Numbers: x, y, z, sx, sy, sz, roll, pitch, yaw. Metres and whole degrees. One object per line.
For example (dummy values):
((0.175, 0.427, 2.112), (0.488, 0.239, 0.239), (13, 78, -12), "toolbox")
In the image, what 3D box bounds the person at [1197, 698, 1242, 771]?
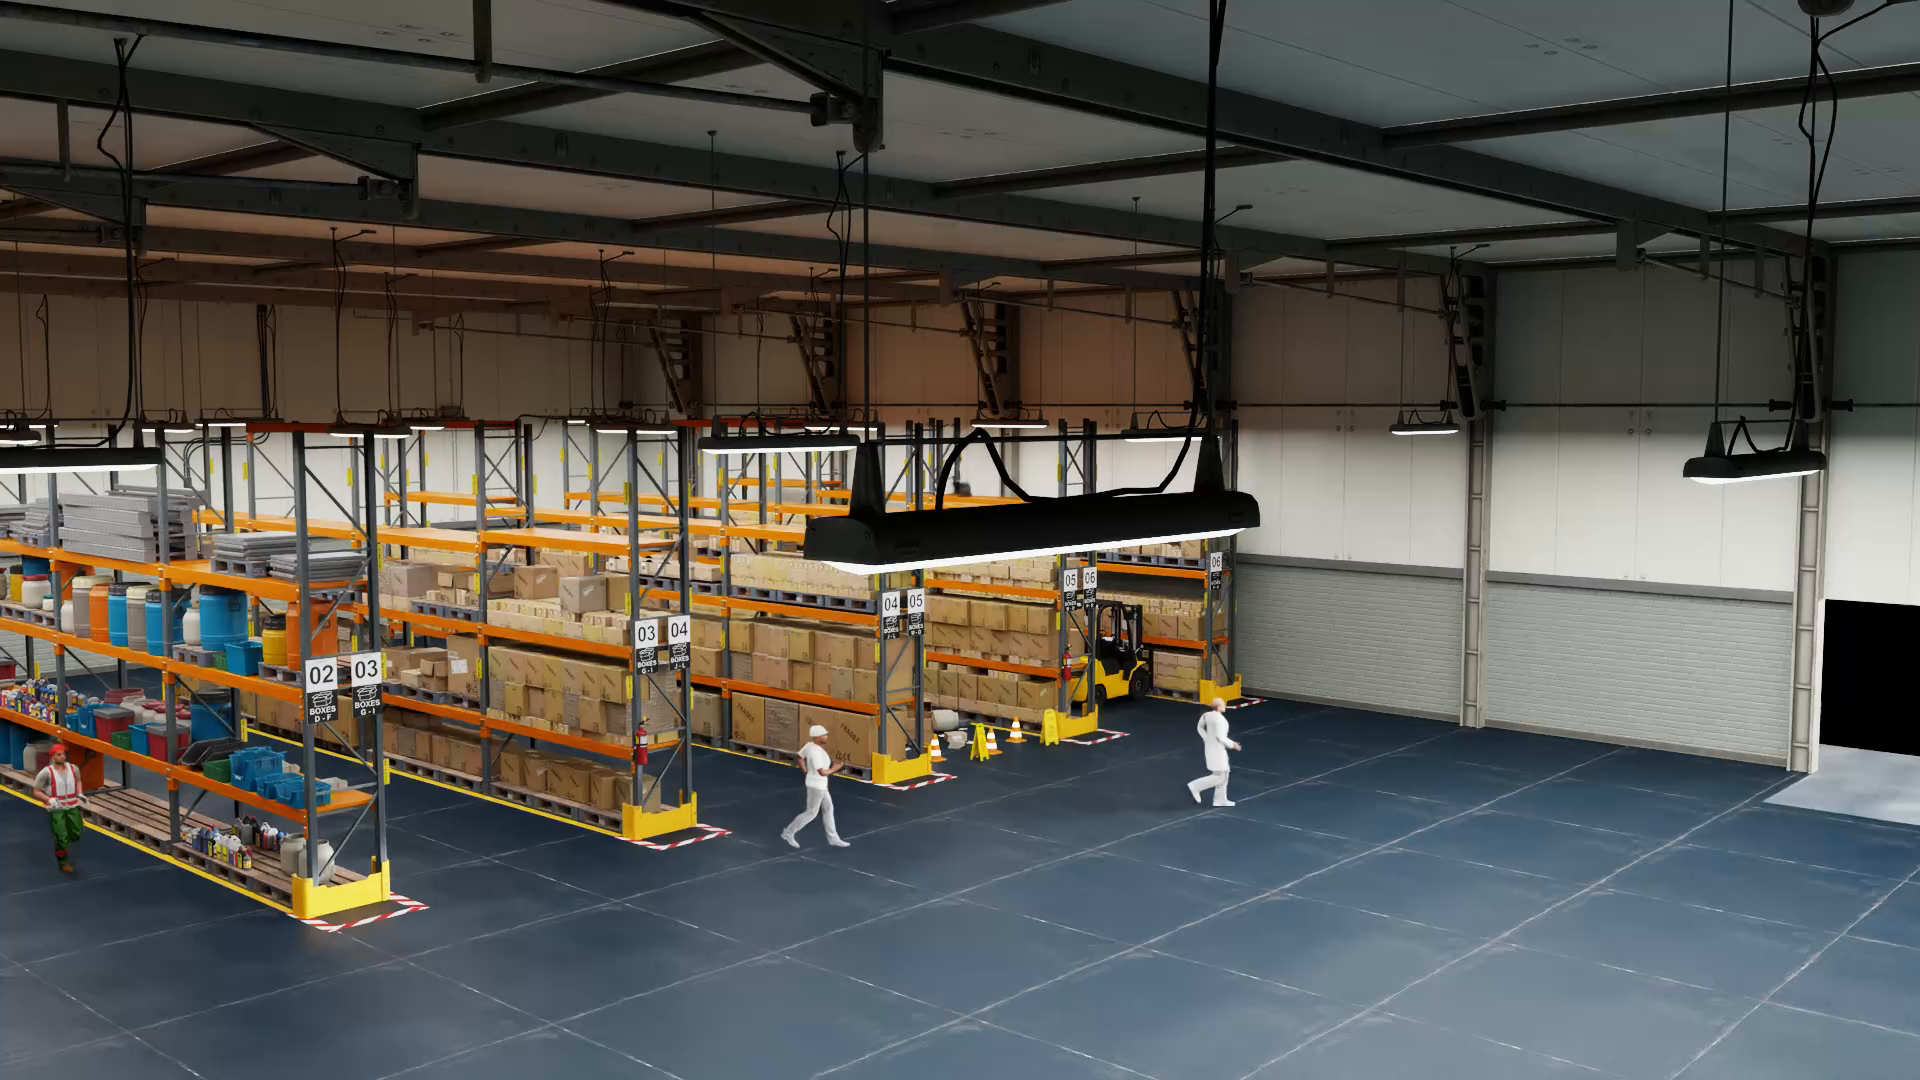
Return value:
((4.092, 3.029, 26.071), (0.506, 1.132, 0.698), (-1, 5, -14), "person")

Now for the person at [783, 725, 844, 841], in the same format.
((-2.073, 3.452, 23.520), (0.868, 1.678, 0.695), (-1, 5, -7), "person")

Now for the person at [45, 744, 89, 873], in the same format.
((-12.138, 3.623, 22.563), (0.600, 1.741, 0.536), (4, 6, 37), "person")
